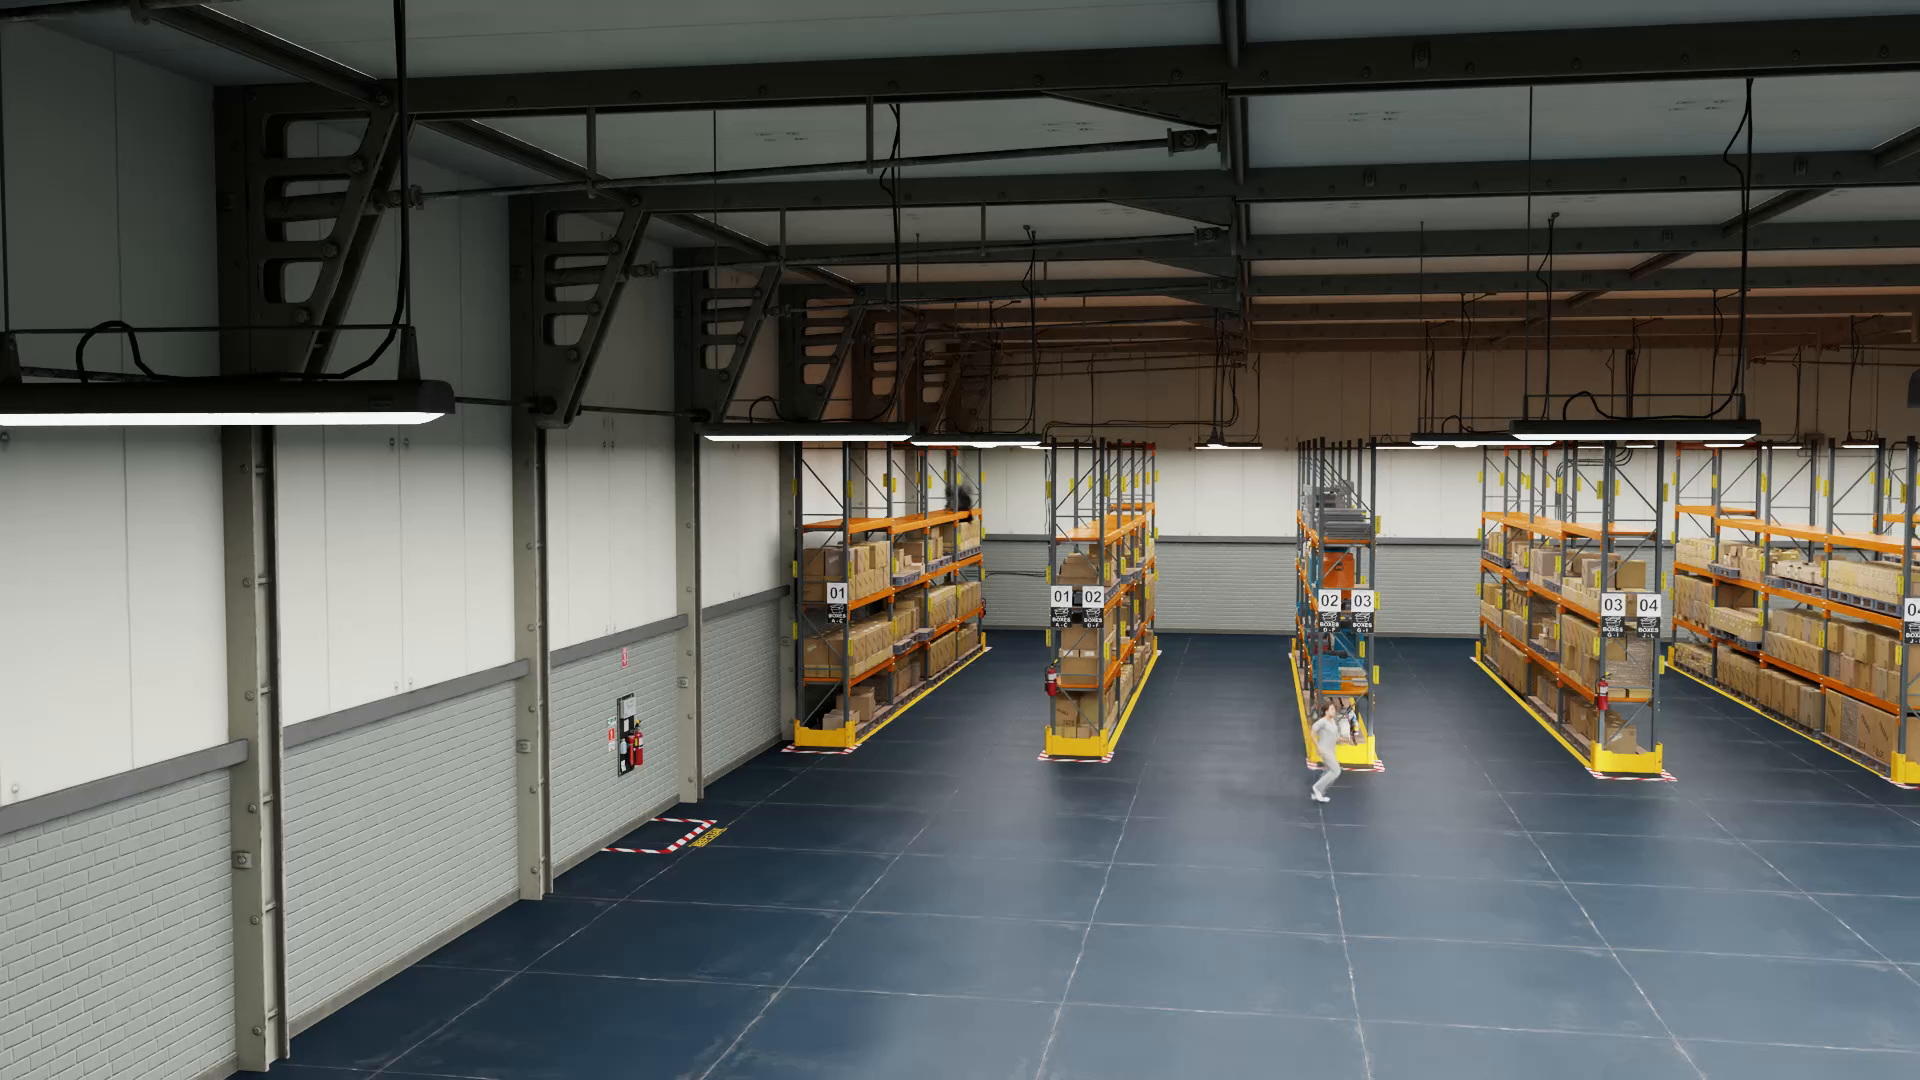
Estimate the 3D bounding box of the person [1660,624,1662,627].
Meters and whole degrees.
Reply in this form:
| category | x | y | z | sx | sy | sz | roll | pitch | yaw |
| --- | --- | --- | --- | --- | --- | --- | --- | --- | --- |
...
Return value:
| category | x | y | z | sx | sy | sz | roll | pitch | yaw |
| --- | --- | --- | --- | --- | --- | --- | --- | --- | --- |
| person | 17.528 | 2.396 | 42.229 | 0.561 | 0.591 | 0.412 | 0 | 3 | 4 |

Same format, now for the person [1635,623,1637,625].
| category | x | y | z | sx | sy | sz | roll | pitch | yaw |
| --- | --- | --- | --- | --- | --- | --- | --- | --- | --- |
| person | 17.768 | 2.514 | 44.526 | 0.698 | 1.754 | 0.715 | -3 | 4 | -44 |

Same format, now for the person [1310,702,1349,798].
| category | x | y | z | sx | sy | sz | roll | pitch | yaw |
| --- | --- | --- | --- | --- | --- | --- | --- | --- | --- |
| person | 6.022 | 3.432 | 27.095 | 0.577 | 1.582 | 0.574 | 2 | 4 | 36 |

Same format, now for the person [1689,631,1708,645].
| category | x | y | z | sx | sy | sz | roll | pitch | yaw |
| --- | --- | --- | --- | --- | --- | --- | --- | --- | --- |
| person | 20.424 | 2.464 | 45.751 | 0.582 | 1.522 | 0.601 | 0 | 3 | 2 |
